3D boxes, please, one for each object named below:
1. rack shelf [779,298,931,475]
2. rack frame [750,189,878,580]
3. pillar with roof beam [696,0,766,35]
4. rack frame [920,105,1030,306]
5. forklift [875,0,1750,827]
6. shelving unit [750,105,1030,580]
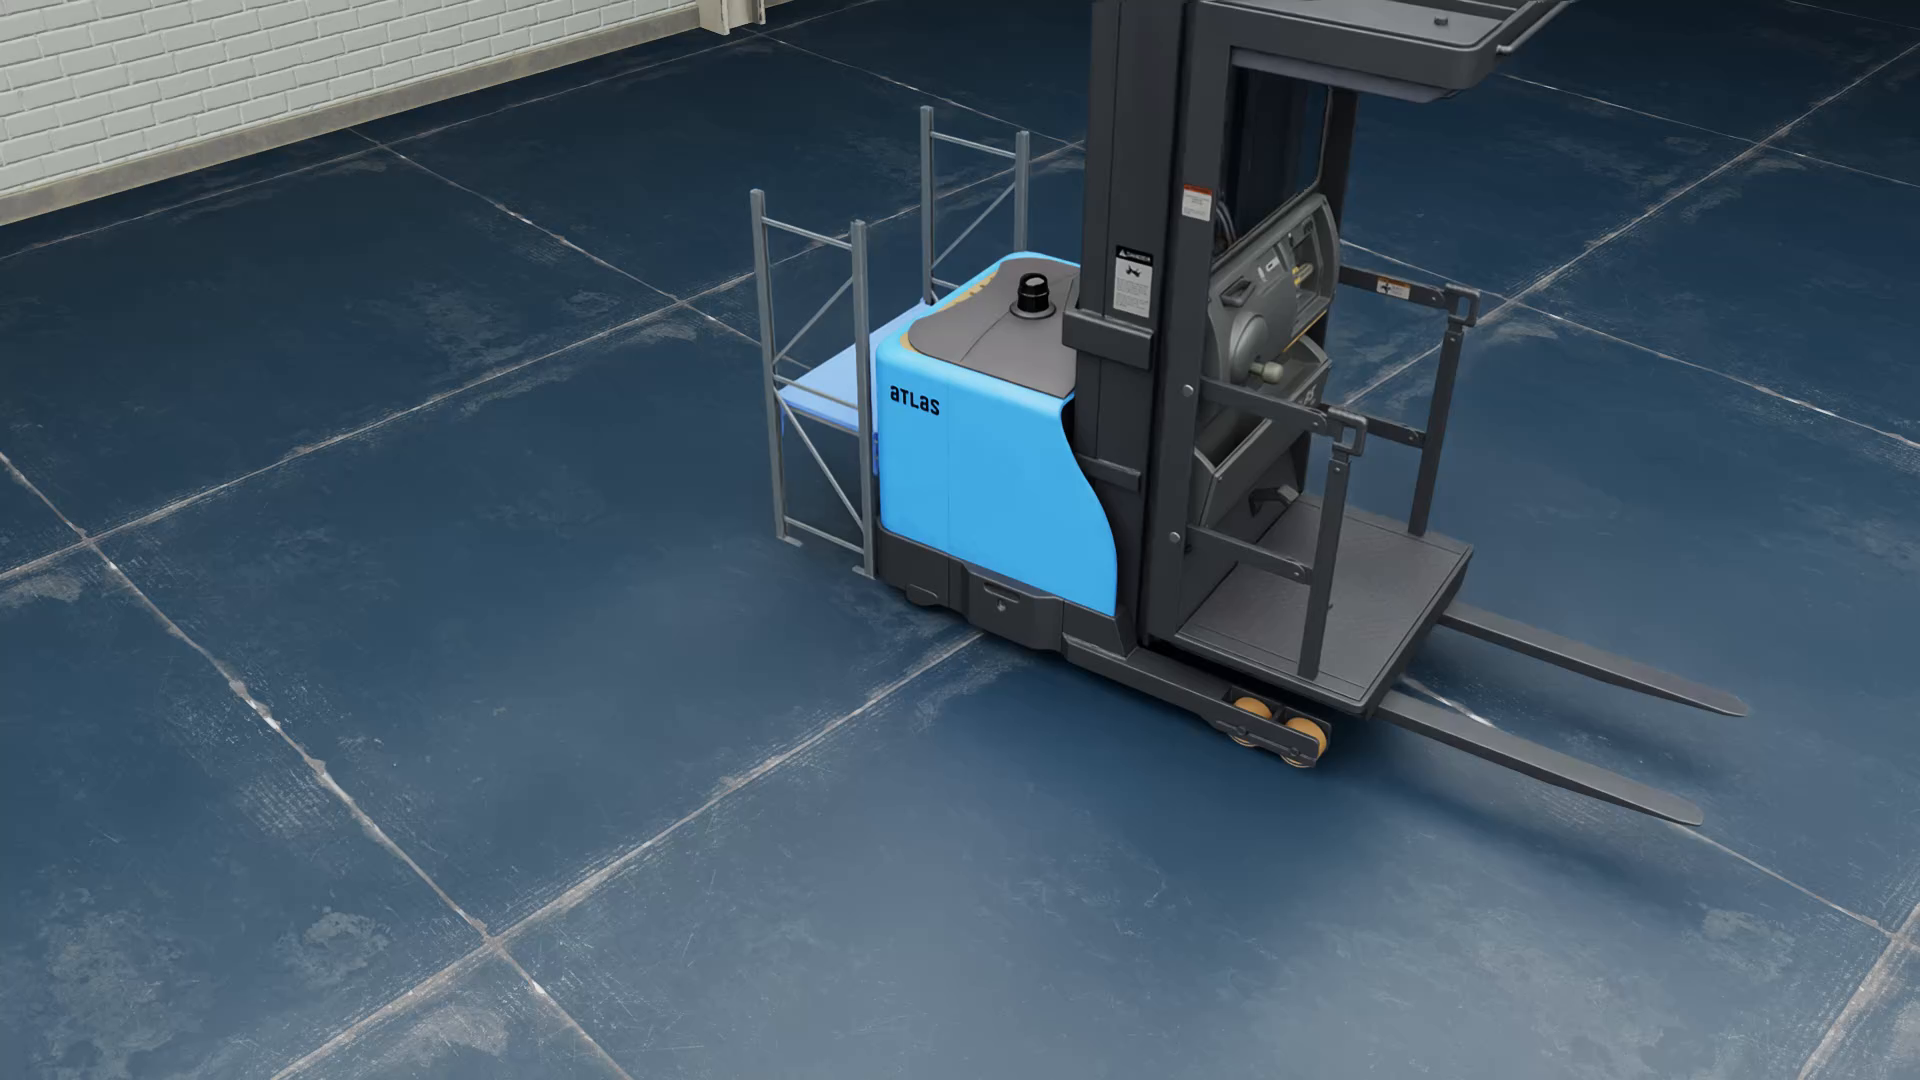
[{"bbox_3d":[-0.240,-0.637,6.666,0.538,0.185,1.000,22,41,28],"label":"rack shelf"},{"bbox_3d":[-0.534,-0.547,6.224,0.500,1.500,0.032,22,41,28],"label":"rack frame"},{"bbox_3d":[1.389,-5.725,7.093,9.100,9.000,0.400,30,45,35],"label":"pillar with roof beam"},{"bbox_3d":[0.055,-1.021,6.903,0.500,1.500,0.032,22,41,28],"label":"rack frame"},{"bbox_3d":[1.195,-0.779,5.304,3.031,2.935,1.130,21,40,27],"label":"forklift"},{"bbox_3d":[-0.240,-0.784,6.564,0.538,1.500,1.048,22,41,28],"label":"shelving unit"}]
